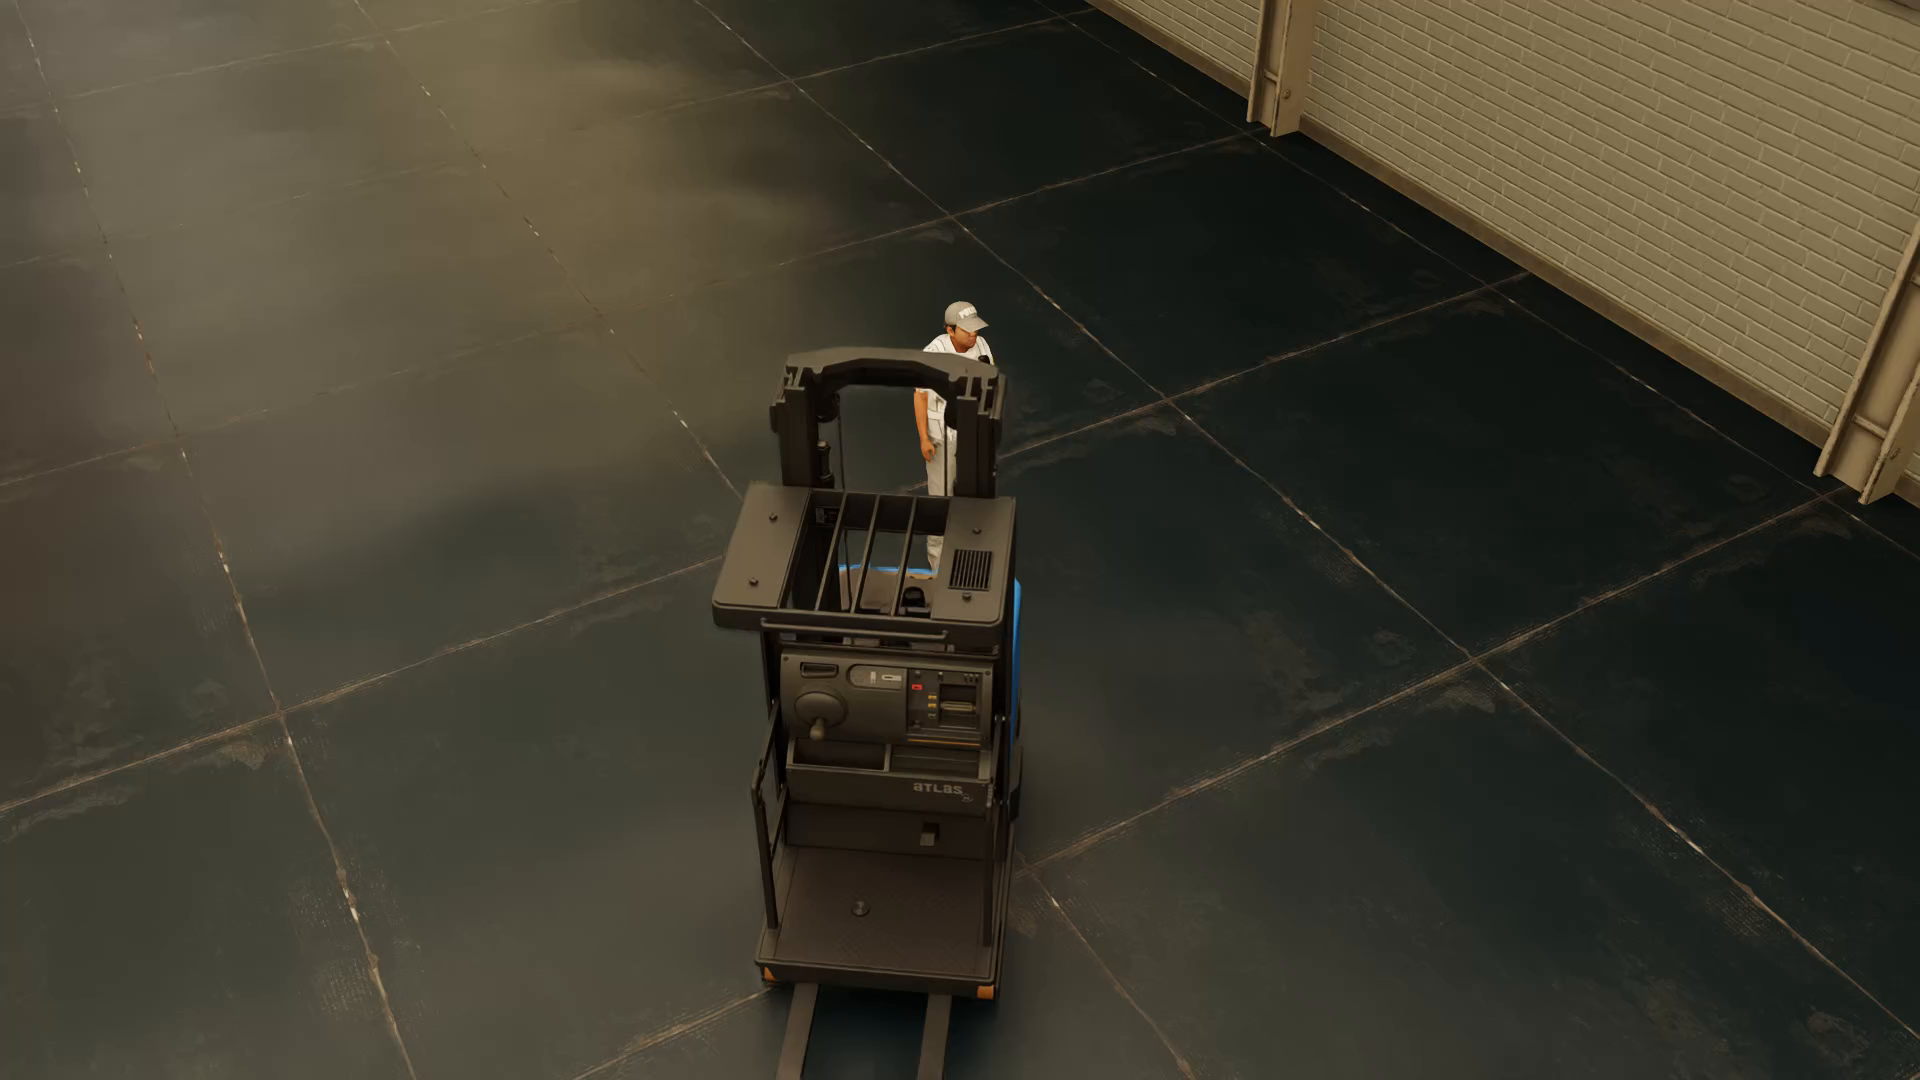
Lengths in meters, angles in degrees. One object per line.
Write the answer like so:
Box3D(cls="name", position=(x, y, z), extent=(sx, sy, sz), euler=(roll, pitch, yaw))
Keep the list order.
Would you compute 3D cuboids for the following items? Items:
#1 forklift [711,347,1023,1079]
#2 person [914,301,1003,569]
Box3D(cls="forklift", position=(-0.341, 0.777, 7.099), extent=(1.130, 2.935, 3.031), euler=(4, 40, 5))
Box3D(cls="person", position=(0.019, -0.598, 9.735), extent=(0.598, 1.670, 0.529), euler=(-20, 44, -23))
